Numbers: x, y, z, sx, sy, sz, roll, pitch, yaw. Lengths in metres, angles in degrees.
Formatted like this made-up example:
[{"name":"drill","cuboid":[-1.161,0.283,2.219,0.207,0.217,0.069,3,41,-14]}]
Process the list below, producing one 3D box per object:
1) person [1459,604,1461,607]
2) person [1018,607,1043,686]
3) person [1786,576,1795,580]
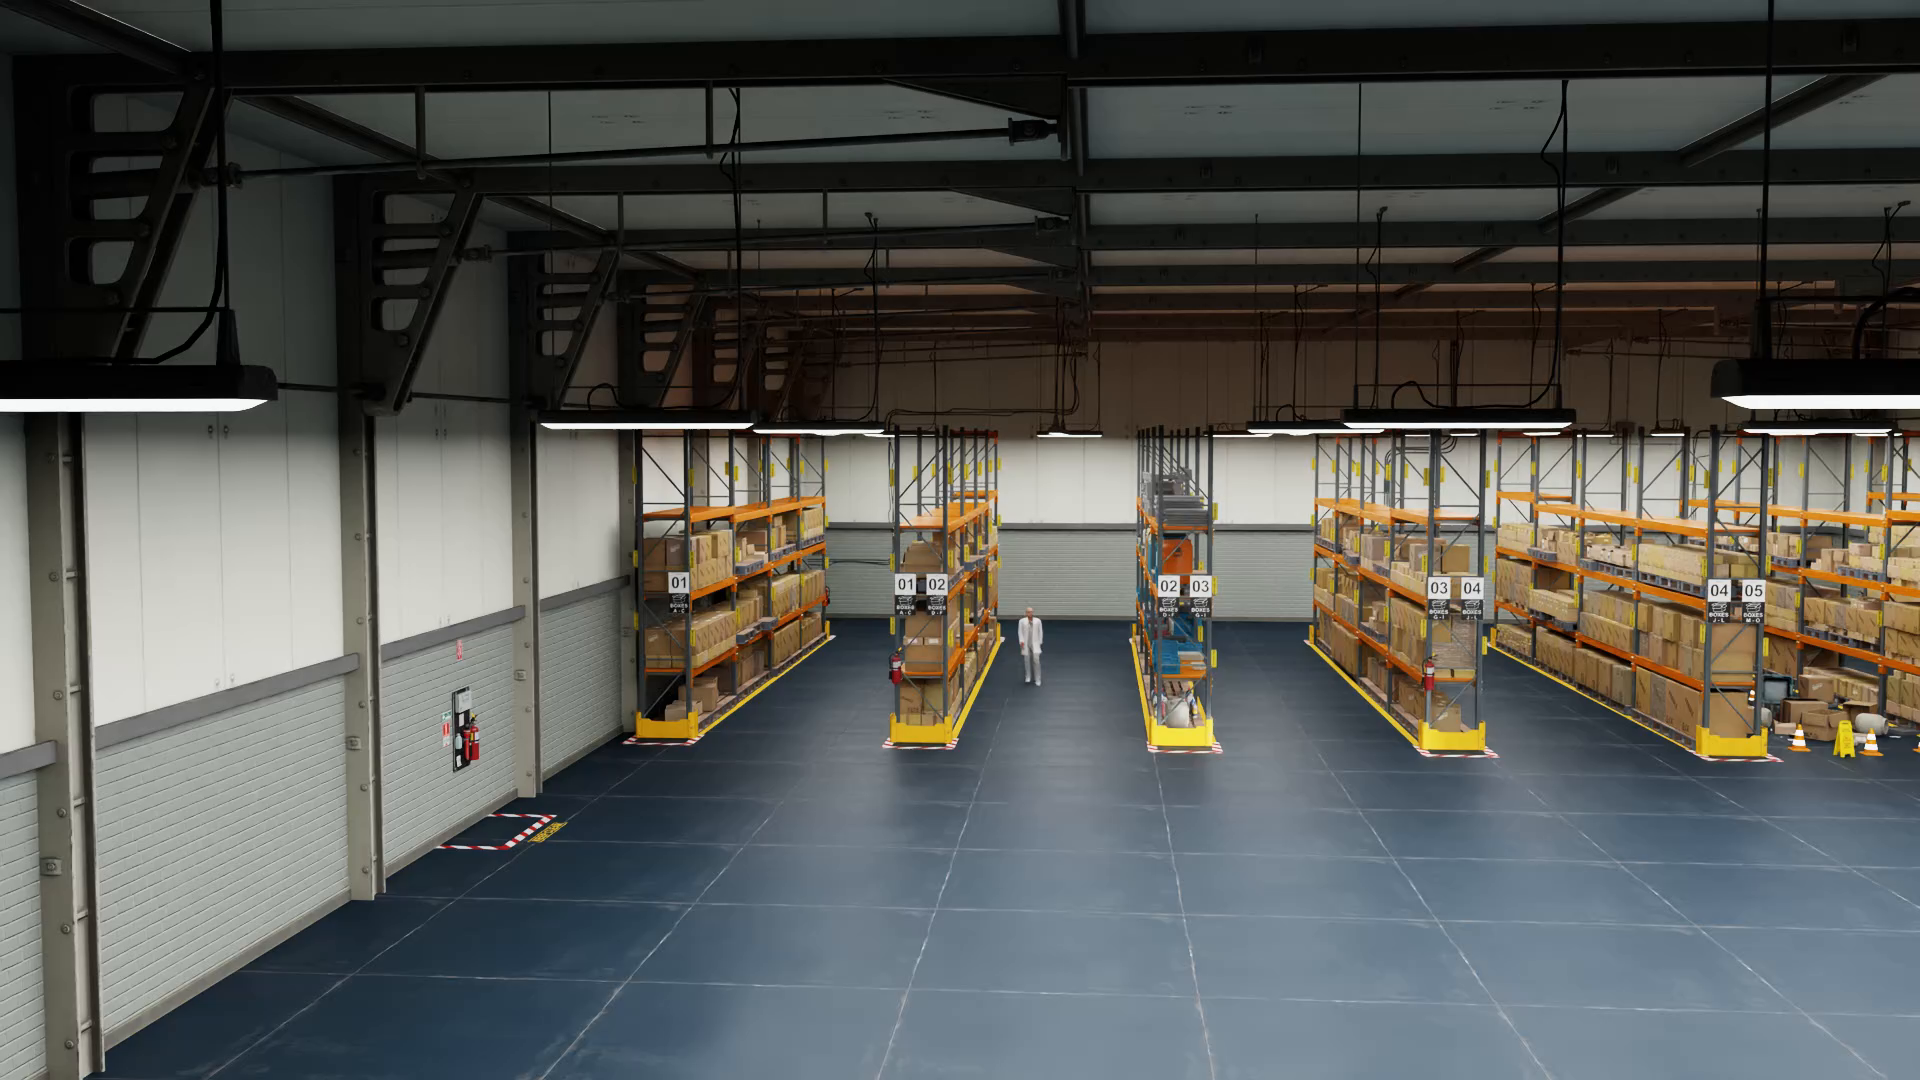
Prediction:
[{"name":"person","cuboid":[13.220,2.280,43.240,0.649,1.813,0.926,1,4,13]},{"name":"person","cuboid":[1.648,2.505,39.089,0.574,1.839,0.641,0,3,7]},{"name":"person","cuboid":[24.888,1.890,49.839,0.885,1.645,0.494,-1,4,-12]}]
